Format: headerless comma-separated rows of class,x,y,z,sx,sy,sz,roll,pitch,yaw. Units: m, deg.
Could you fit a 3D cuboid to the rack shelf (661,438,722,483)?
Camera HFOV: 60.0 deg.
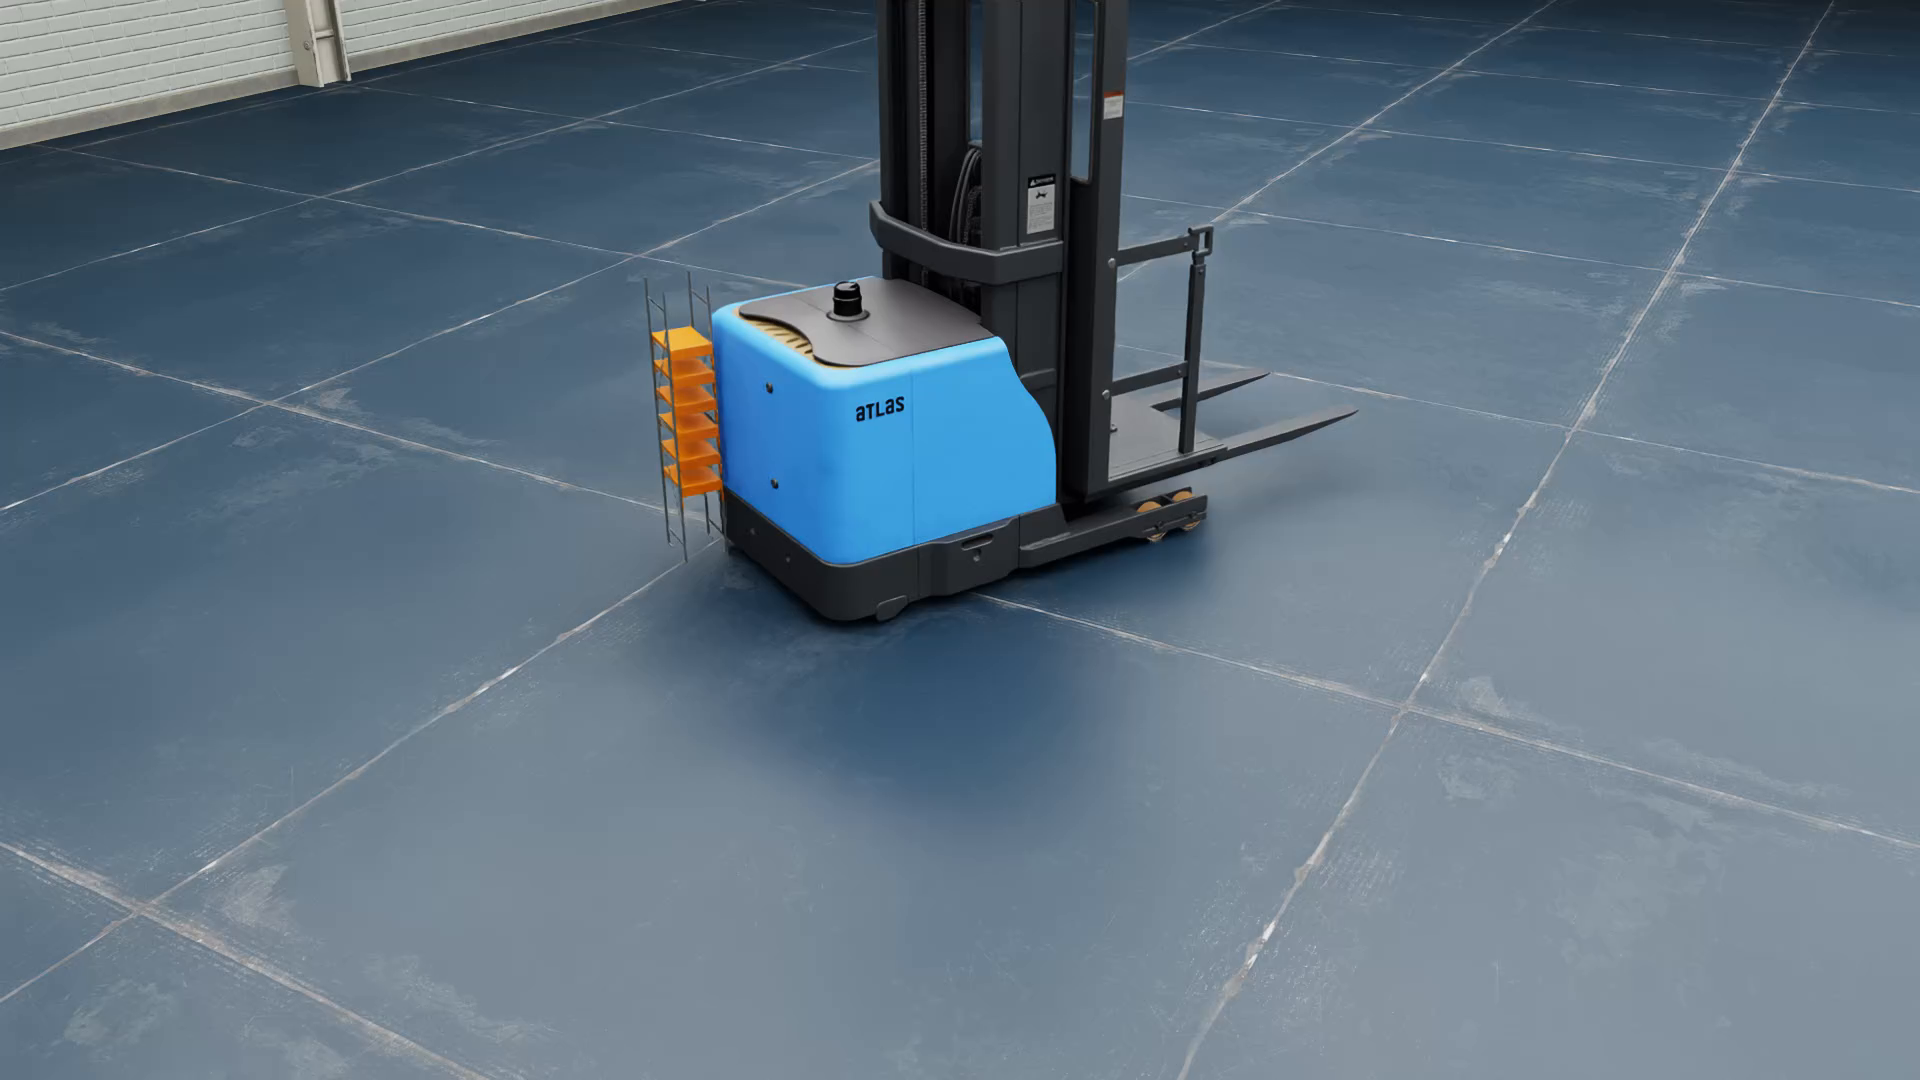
rack shelf,-1.130,-0.348,6.972,0.180,0.103,0.258,-14,30,-25

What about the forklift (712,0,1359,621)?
forklift,0.483,-1.486,6.945,3.031,2.935,1.130,-17,31,-30

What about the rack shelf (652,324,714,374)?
rack shelf,-1.131,-0.777,6.757,0.180,0.103,0.258,-14,30,-25

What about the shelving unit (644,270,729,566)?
shelving unit,-1.130,-0.495,6.898,0.189,1.200,0.258,-14,30,-25

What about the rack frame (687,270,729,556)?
rack frame,-1.050,-0.515,6.937,0.006,1.200,0.240,-14,30,-25

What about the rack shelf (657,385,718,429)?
rack shelf,-1.130,-0.563,6.864,0.180,0.103,0.258,-14,30,-25

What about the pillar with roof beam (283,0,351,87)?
pillar with roof beam,-2.410,-7.515,12.210,9.100,9.000,0.400,14,30,26

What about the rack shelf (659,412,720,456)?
rack shelf,-1.130,-0.455,6.918,0.180,0.103,0.258,-14,30,-25

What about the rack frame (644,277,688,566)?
rack frame,-1.211,-0.475,6.859,0.006,1.200,0.240,-14,30,-25

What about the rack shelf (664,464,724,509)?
rack shelf,-1.130,-0.241,7.026,0.180,0.103,0.258,-14,30,-25

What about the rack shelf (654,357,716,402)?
rack shelf,-1.131,-0.670,6.811,0.180,0.103,0.258,-14,30,-25
